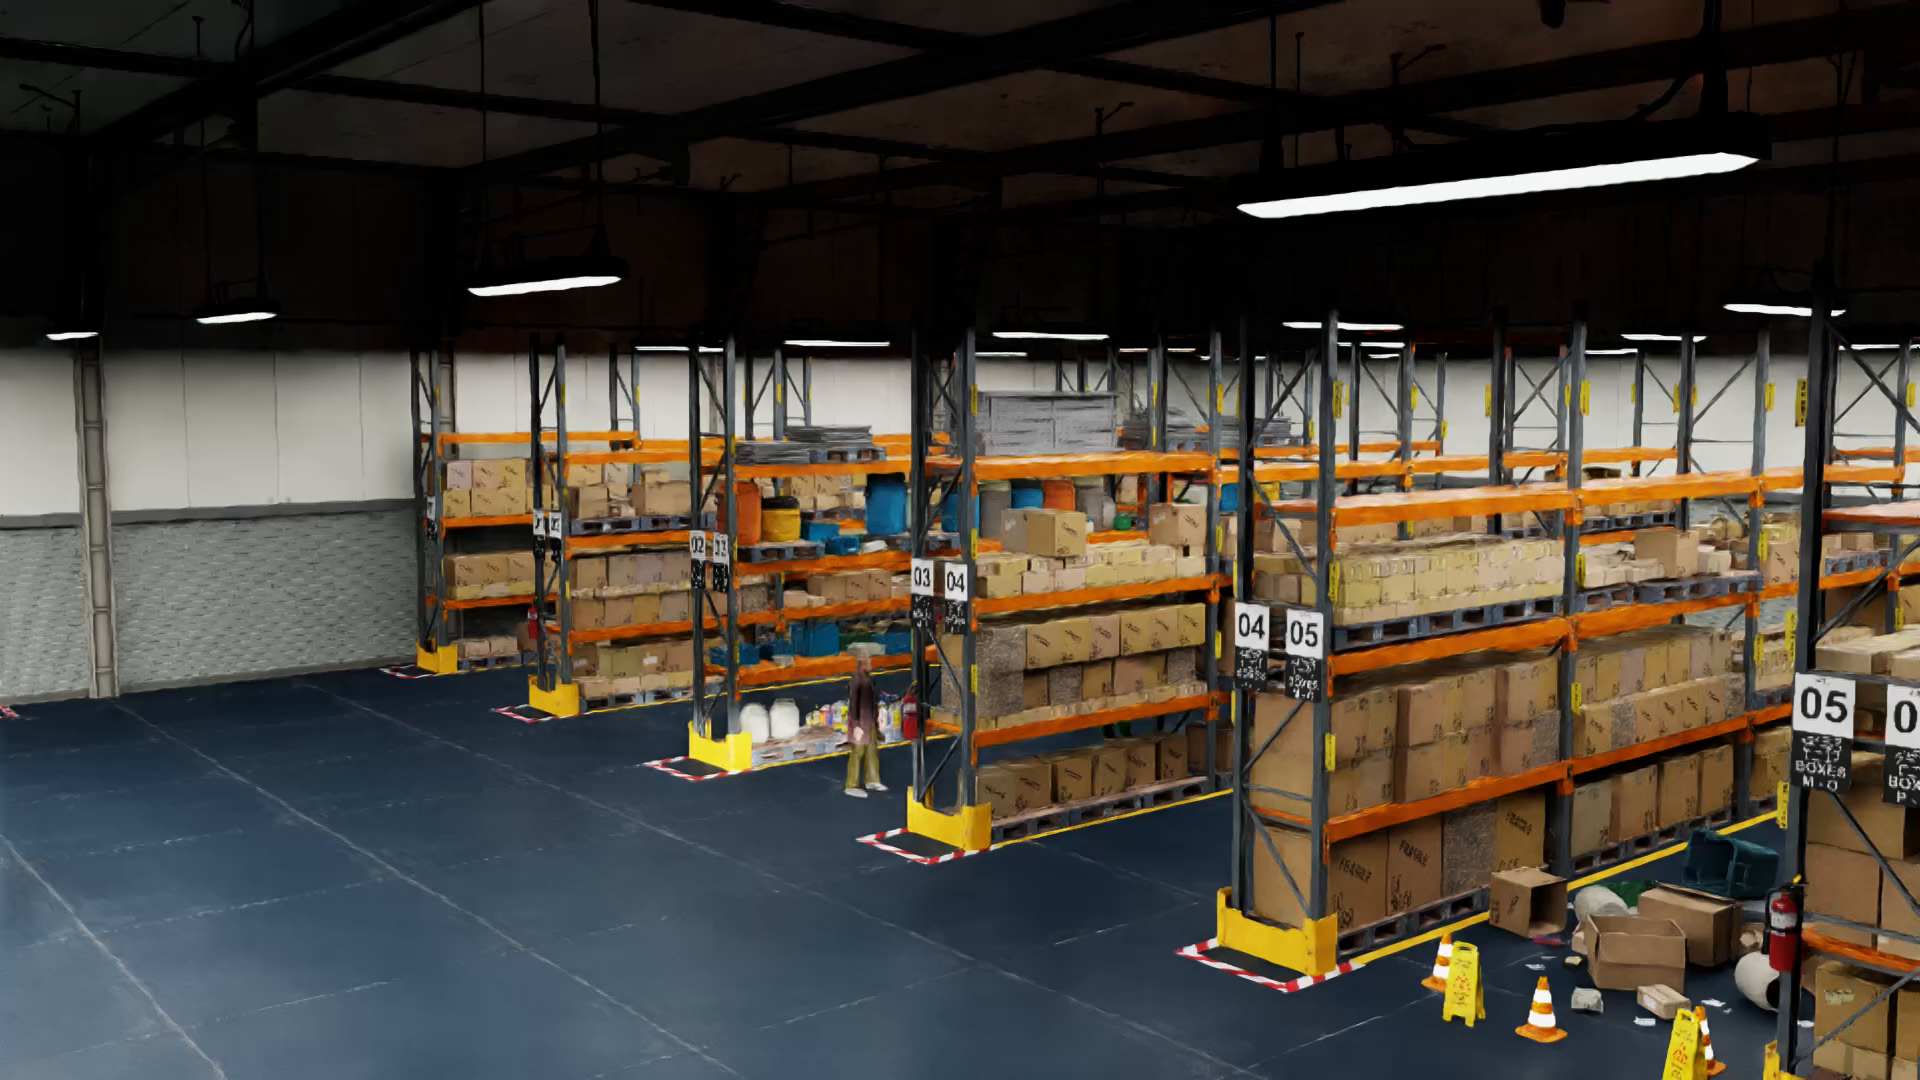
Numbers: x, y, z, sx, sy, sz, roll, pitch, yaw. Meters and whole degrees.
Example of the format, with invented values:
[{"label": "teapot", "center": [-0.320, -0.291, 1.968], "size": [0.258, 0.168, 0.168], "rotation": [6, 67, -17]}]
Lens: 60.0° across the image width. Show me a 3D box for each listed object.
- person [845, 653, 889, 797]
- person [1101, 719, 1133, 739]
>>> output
[{"label": "person", "center": [-1.174, 2.320, 20.998], "size": [0.514, 1.785, 0.638], "rotation": [2, 6, 21]}, {"label": "person", "center": [2.144, 2.204, 22.733], "size": [0.552, 1.742, 0.677], "rotation": [-4, 7, -40]}]
